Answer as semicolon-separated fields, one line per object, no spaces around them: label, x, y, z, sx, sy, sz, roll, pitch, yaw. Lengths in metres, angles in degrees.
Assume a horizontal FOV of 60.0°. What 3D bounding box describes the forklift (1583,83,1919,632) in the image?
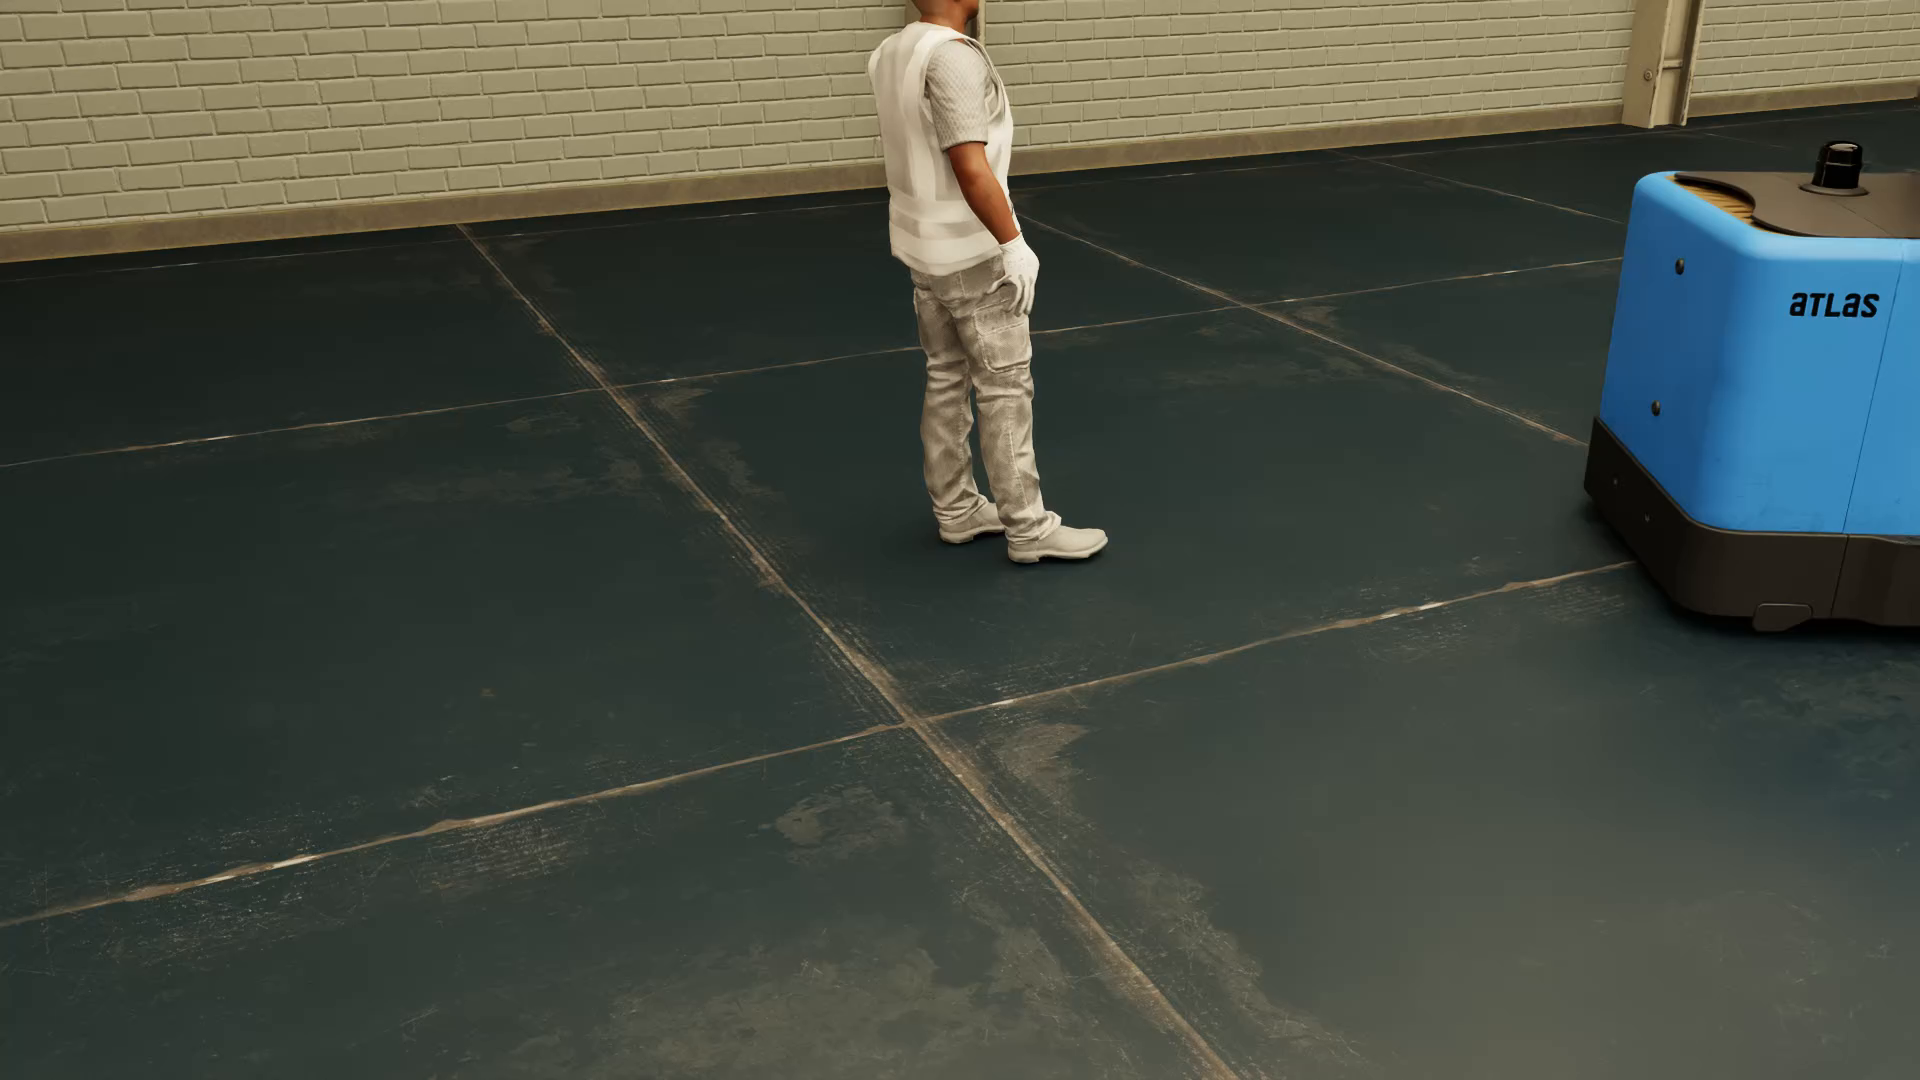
forklift;3.476;-1.249;4.293;3.031;2.935;1.130;1;23;3

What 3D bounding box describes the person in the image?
person;0.070;-0.839;4.783;0.574;1.785;0.657;-10;25;-23
